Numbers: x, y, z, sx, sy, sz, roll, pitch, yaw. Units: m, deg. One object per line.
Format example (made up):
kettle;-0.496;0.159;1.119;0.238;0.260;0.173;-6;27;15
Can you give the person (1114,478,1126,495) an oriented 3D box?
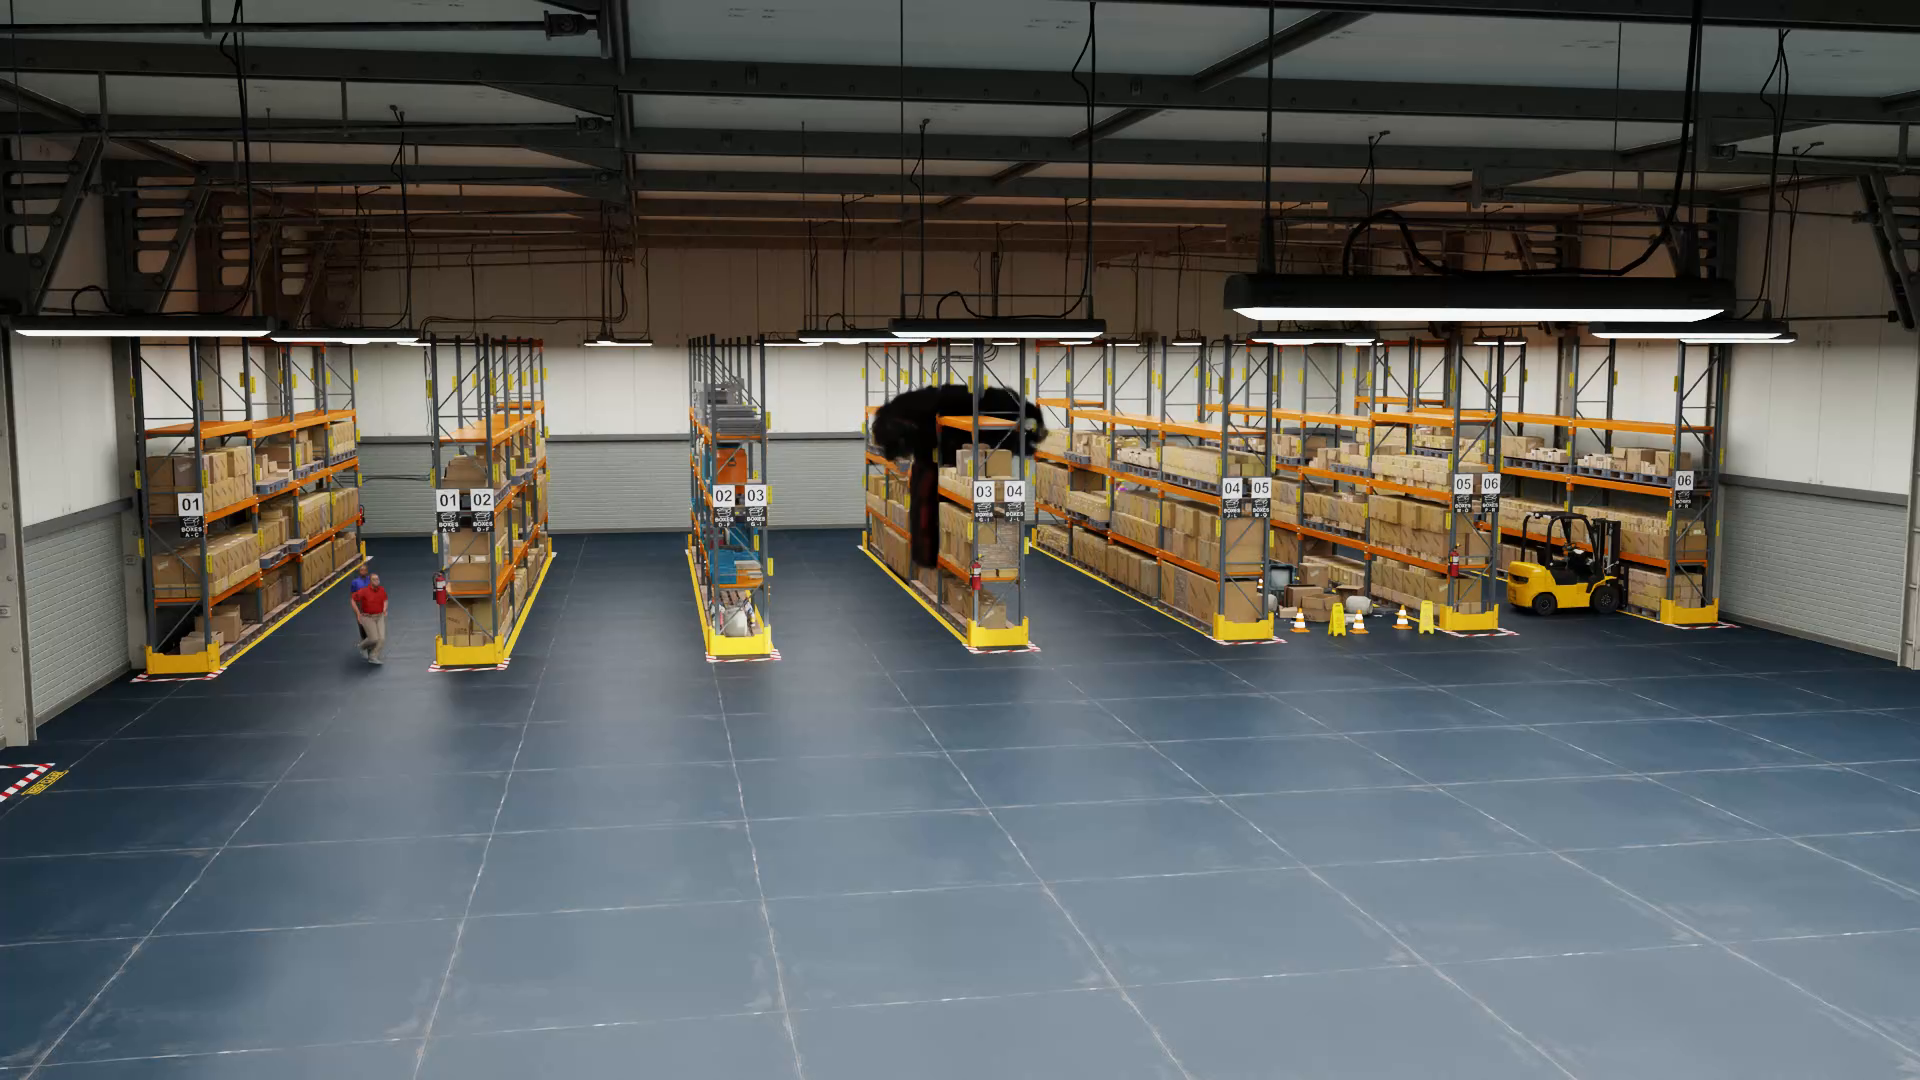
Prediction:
person;4.889;-1.061;51.621;0.751;1.823;0.670;-5;8;-36

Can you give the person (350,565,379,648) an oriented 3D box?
person;-11.388;1.281;31.871;0.569;1.617;0.554;-2;7;-20

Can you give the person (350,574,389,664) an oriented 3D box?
person;-10.723;1.437;30.331;0.631;1.668;0.685;5;8;37

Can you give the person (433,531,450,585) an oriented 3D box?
person;-12.199;0.378;39.715;0.705;1.720;1.017;-1;7;-9
